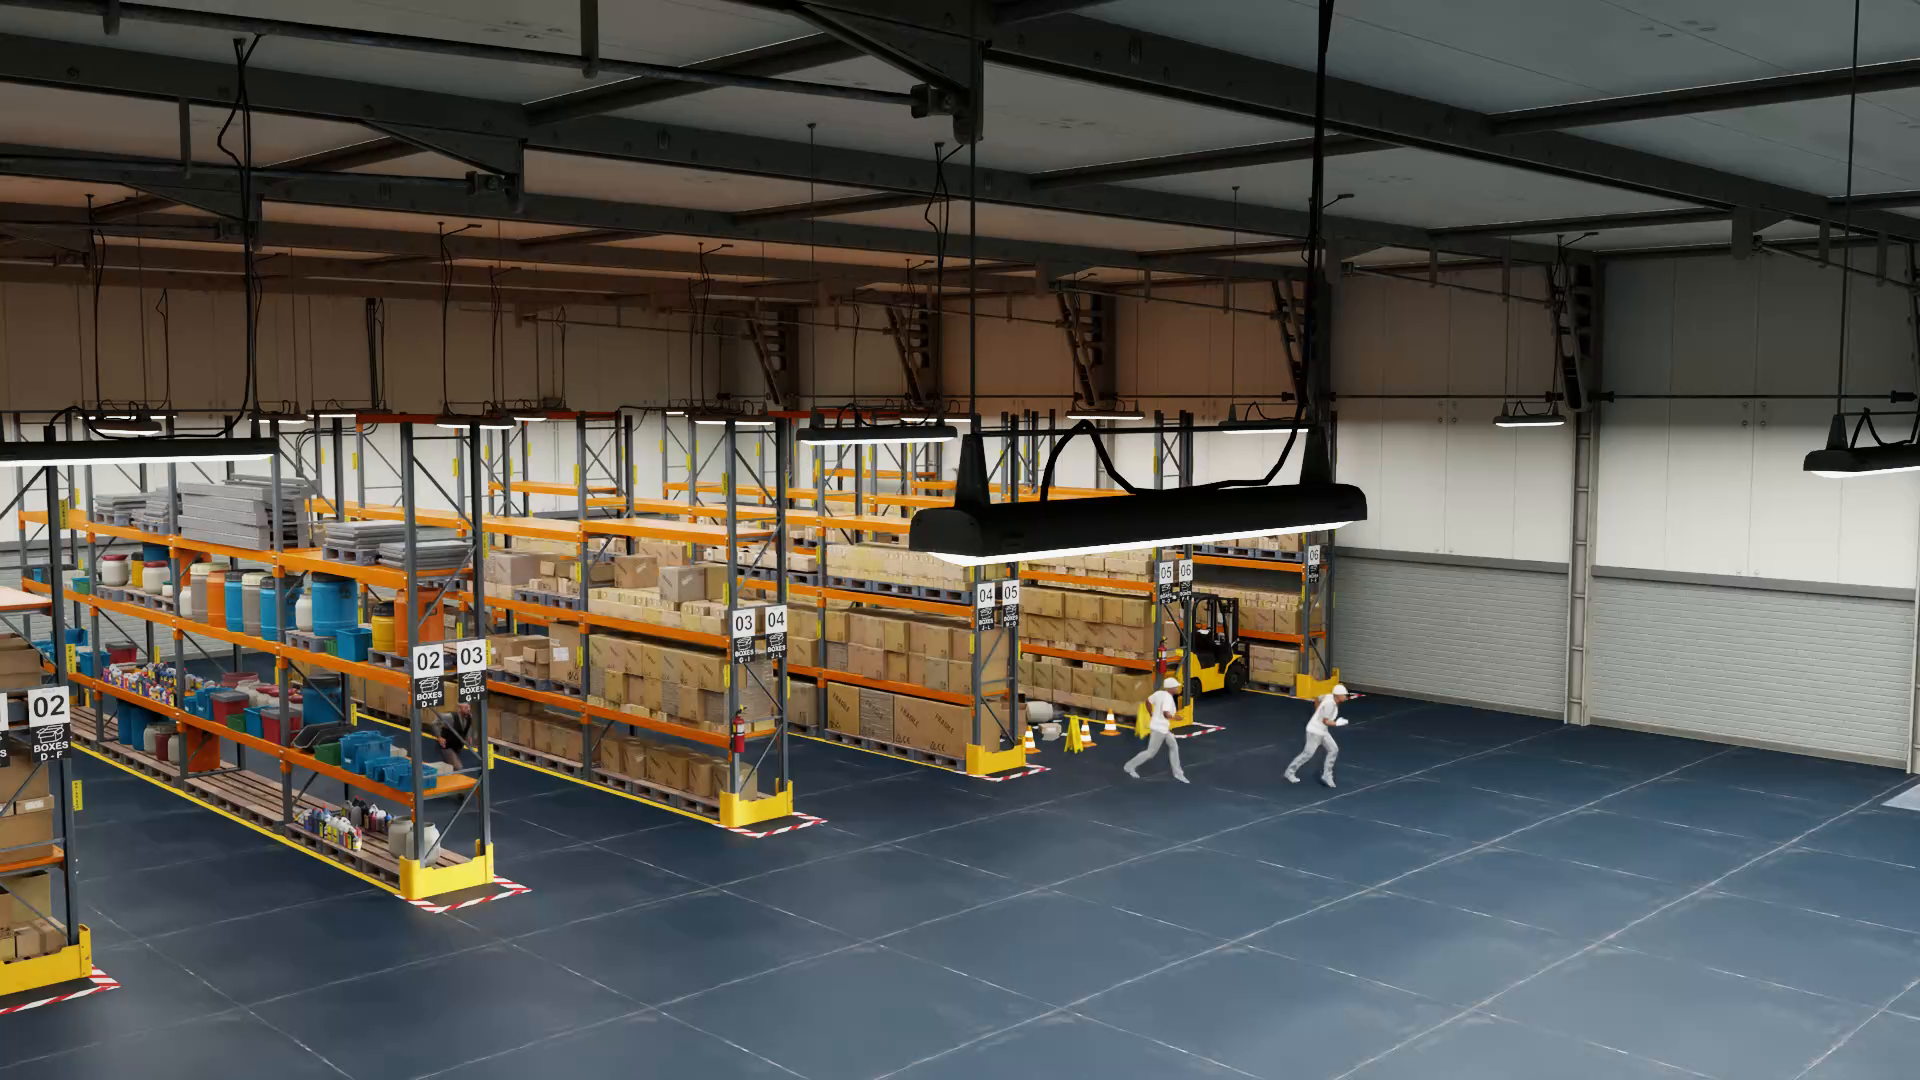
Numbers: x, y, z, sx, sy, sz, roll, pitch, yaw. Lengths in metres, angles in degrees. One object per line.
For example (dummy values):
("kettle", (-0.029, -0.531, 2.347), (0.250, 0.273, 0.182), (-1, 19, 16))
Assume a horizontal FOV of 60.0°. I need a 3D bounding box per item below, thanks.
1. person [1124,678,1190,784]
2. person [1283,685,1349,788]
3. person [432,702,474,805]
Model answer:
("person", (3.211, 3.120, 27.053), (1.102, 1.761, 0.700), (0, 5, 1))
("person", (5.772, 3.186, 26.945), (1.021, 1.720, 0.708), (1, 5, 15))
("person", (-7.988, 3.283, 25.948), (1.007, 1.676, 0.696), (3, 6, 34))
